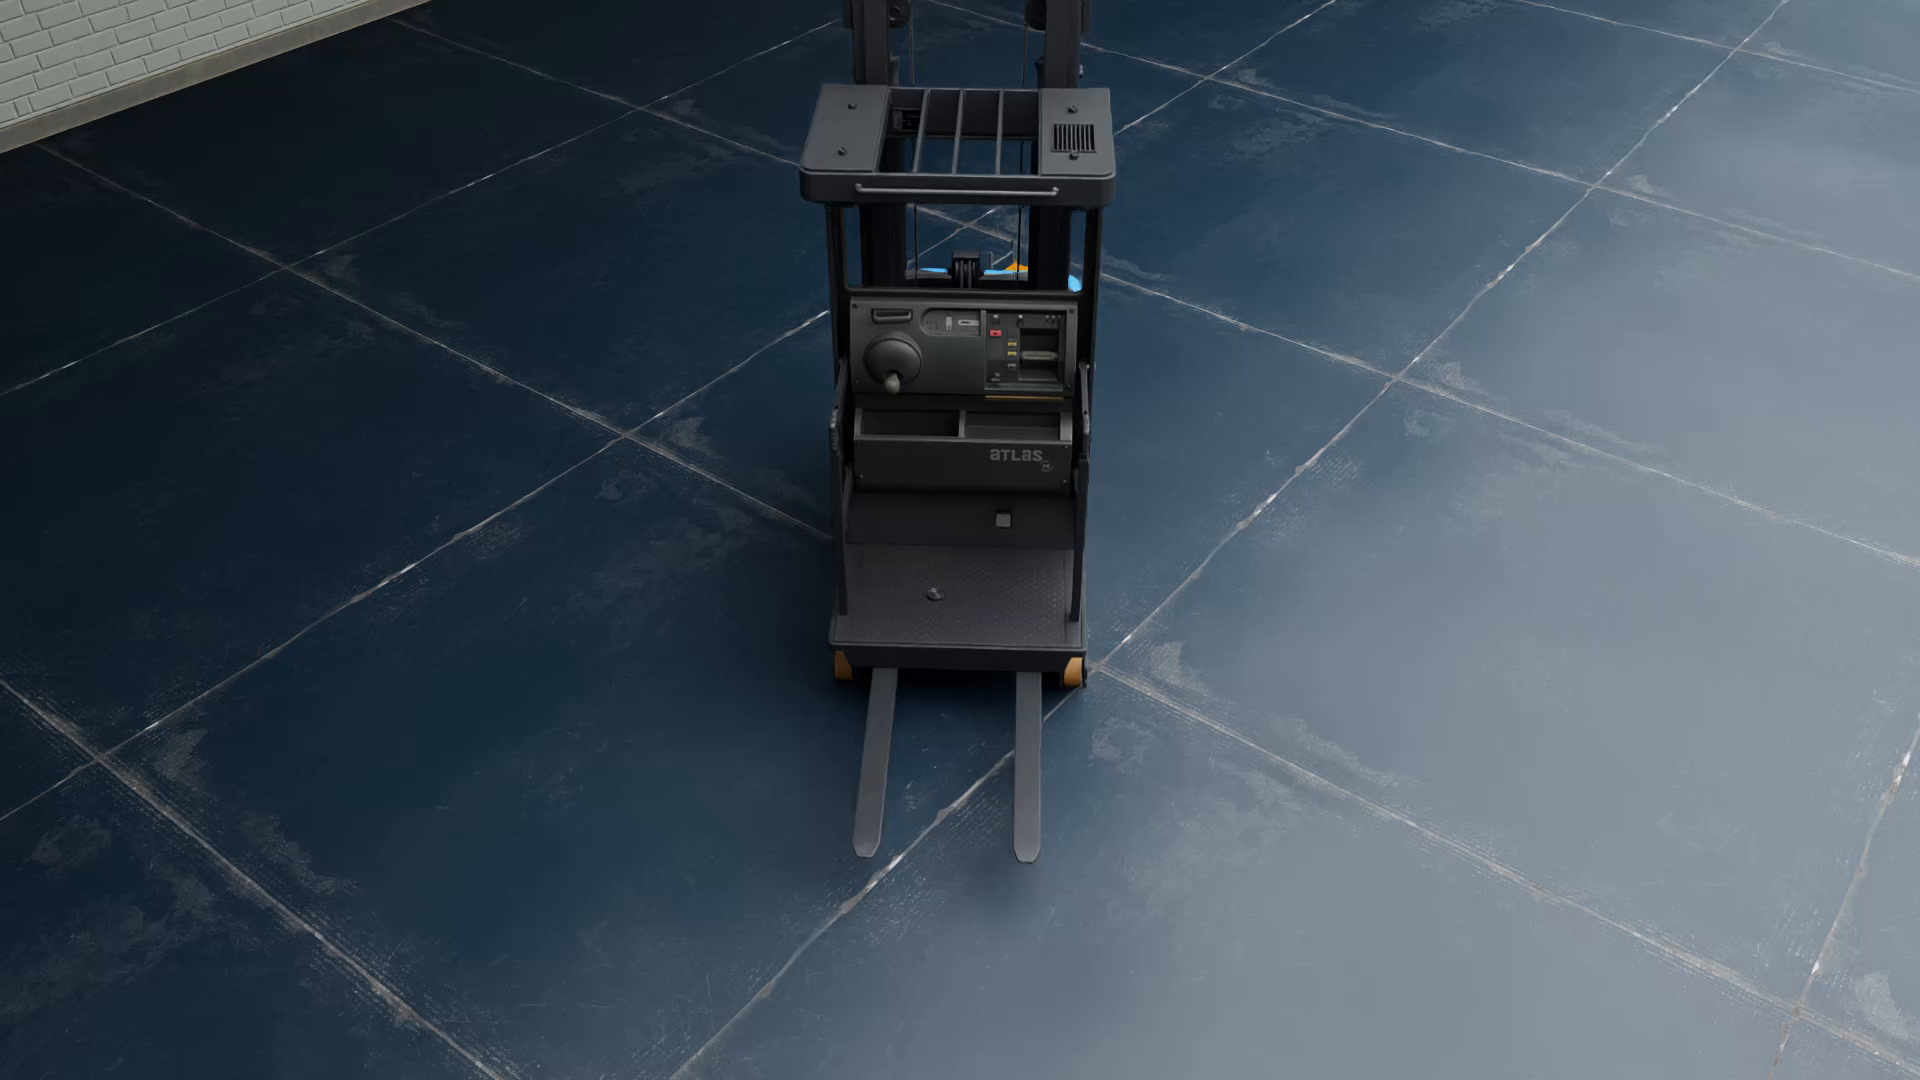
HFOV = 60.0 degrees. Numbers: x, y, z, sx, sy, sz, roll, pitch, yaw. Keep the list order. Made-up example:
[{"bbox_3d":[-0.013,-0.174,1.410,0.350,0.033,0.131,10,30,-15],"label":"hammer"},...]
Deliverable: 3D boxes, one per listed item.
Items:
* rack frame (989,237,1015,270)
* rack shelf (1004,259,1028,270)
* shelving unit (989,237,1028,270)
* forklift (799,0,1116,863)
[{"bbox_3d":[0.215,-1.059,8.611,0.008,1.050,0.200,26,45,30],"label":"rack frame"},{"bbox_3d":[0.308,-1.229,8.384,0.240,0.259,0.215,26,45,30],"label":"rack shelf"},{"bbox_3d":[0.311,-1.013,8.550,0.252,1.050,0.215,26,45,30],"label":"shelving unit"},{"bbox_3d":[0.007,-0.715,6.647,1.130,2.935,3.031,1,38,2],"label":"forklift"}]
